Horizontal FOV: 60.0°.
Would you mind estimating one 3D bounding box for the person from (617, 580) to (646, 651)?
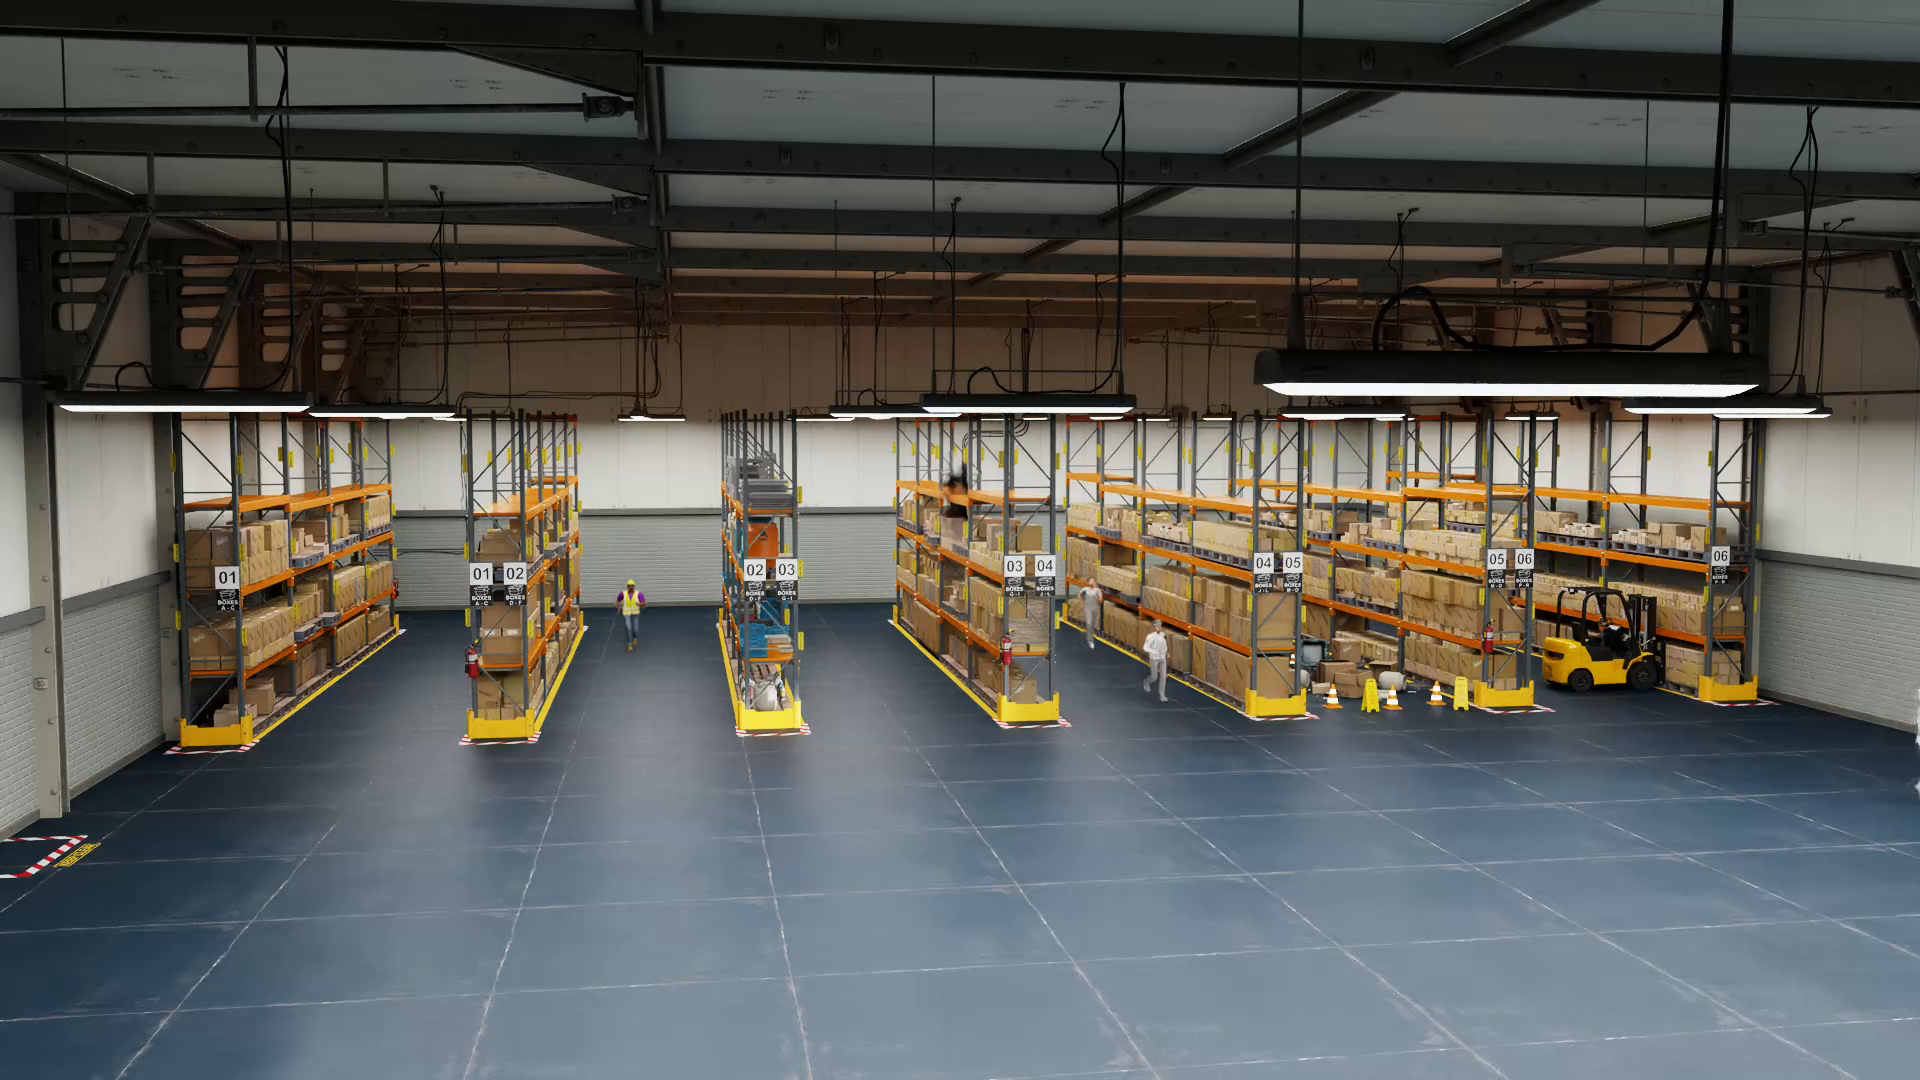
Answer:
[{"bbox_3d":[-8.320,1.884,42.101,0.707,1.745,0.987,-1,4,-15],"label":"person"}]

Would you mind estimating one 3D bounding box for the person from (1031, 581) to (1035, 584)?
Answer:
[{"bbox_3d":[2.050,1.666,46.781,0.555,1.604,0.657,0,4,1],"label":"person"}]

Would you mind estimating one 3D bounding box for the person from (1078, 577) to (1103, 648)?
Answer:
[{"bbox_3d":[3.217,1.753,40.816,0.546,1.715,0.831,-1,4,-14],"label":"person"}]

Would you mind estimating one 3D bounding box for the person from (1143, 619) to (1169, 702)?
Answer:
[{"bbox_3d":[4.097,2.469,34.456,0.618,1.669,0.890,-2,4,-21],"label":"person"}]
